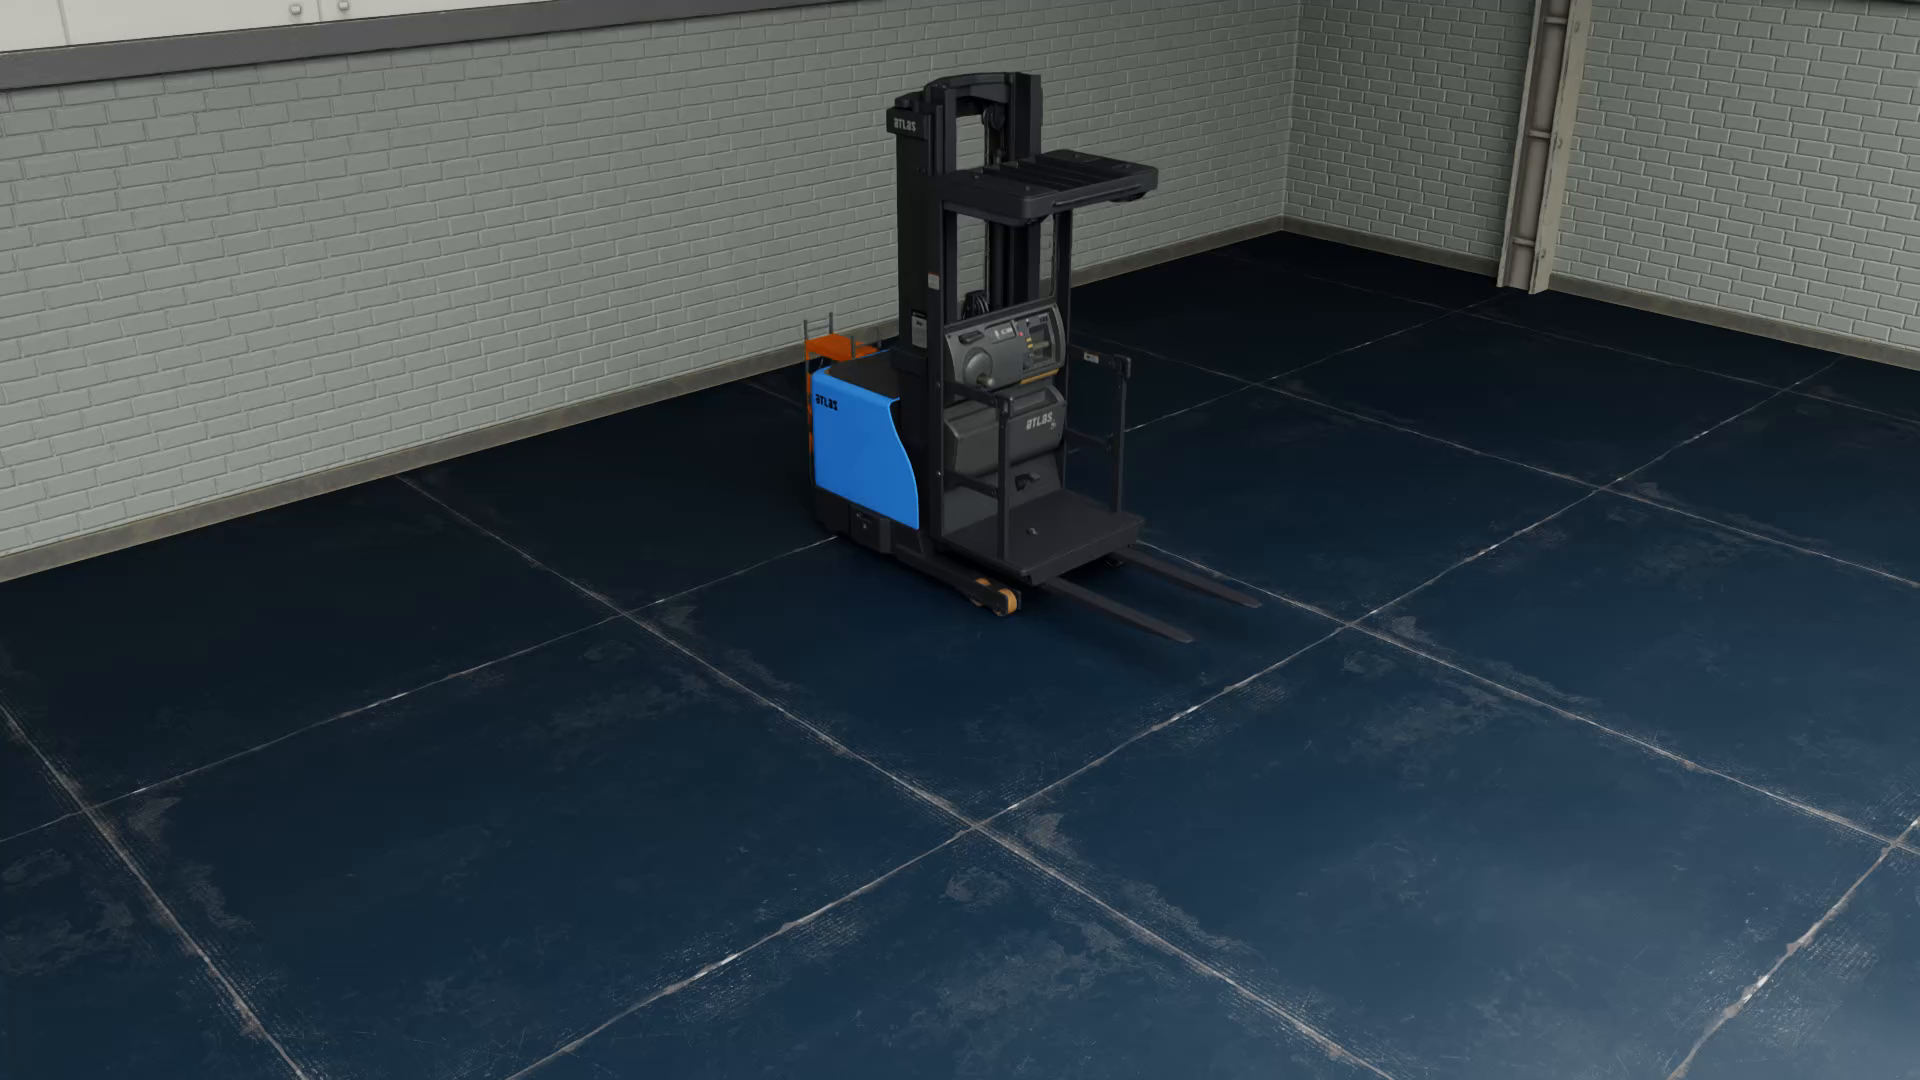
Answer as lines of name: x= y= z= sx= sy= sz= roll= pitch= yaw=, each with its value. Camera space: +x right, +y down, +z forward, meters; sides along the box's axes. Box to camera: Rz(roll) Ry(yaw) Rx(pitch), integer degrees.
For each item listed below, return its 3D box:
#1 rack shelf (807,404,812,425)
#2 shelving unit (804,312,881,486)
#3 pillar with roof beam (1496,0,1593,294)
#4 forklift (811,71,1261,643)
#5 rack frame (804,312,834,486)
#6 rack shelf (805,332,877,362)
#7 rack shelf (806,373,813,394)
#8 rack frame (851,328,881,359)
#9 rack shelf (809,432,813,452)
rack shelf: x=-0.781 y=-0.820 z=11.265 sx=0.258 sy=0.148 sz=0.480 roll=-22 pitch=32 yaw=-39
shelving unit: x=-0.781 y=-0.882 z=11.237 sx=0.258 sy=1.200 sz=0.503 roll=-22 pitch=32 yaw=-39
pillar with roof beam: x=2.313 y=-5.325 z=11.580 sx=9.100 sy=9.000 sz=0.400 roll=-21 pitch=32 yaw=-38
forklift: x=0.421 y=-1.124 z=9.683 sx=1.130 sy=2.935 sz=3.031 roll=-22 pitch=32 yaw=-39
rack frame: x=-0.950 y=-0.955 z=11.397 sx=0.240 sy=1.200 sz=0.015 roll=-22 pitch=32 yaw=-39
rack shelf: x=-0.781 y=-1.239 z=11.074 sx=0.258 sy=0.148 sz=0.480 roll=-22 pitch=32 yaw=-39
rack shelf: x=-0.781 y=-1.024 z=11.172 sx=0.258 sy=0.148 sz=0.480 roll=-22 pitch=32 yaw=-39
rack frame: x=-0.613 y=-0.809 z=11.077 sx=0.240 sy=1.200 sz=0.015 roll=-22 pitch=32 yaw=-39
rack shelf: x=-0.781 y=-0.640 z=11.347 sx=0.258 sy=0.148 sz=0.480 roll=-22 pitch=32 yaw=-39
